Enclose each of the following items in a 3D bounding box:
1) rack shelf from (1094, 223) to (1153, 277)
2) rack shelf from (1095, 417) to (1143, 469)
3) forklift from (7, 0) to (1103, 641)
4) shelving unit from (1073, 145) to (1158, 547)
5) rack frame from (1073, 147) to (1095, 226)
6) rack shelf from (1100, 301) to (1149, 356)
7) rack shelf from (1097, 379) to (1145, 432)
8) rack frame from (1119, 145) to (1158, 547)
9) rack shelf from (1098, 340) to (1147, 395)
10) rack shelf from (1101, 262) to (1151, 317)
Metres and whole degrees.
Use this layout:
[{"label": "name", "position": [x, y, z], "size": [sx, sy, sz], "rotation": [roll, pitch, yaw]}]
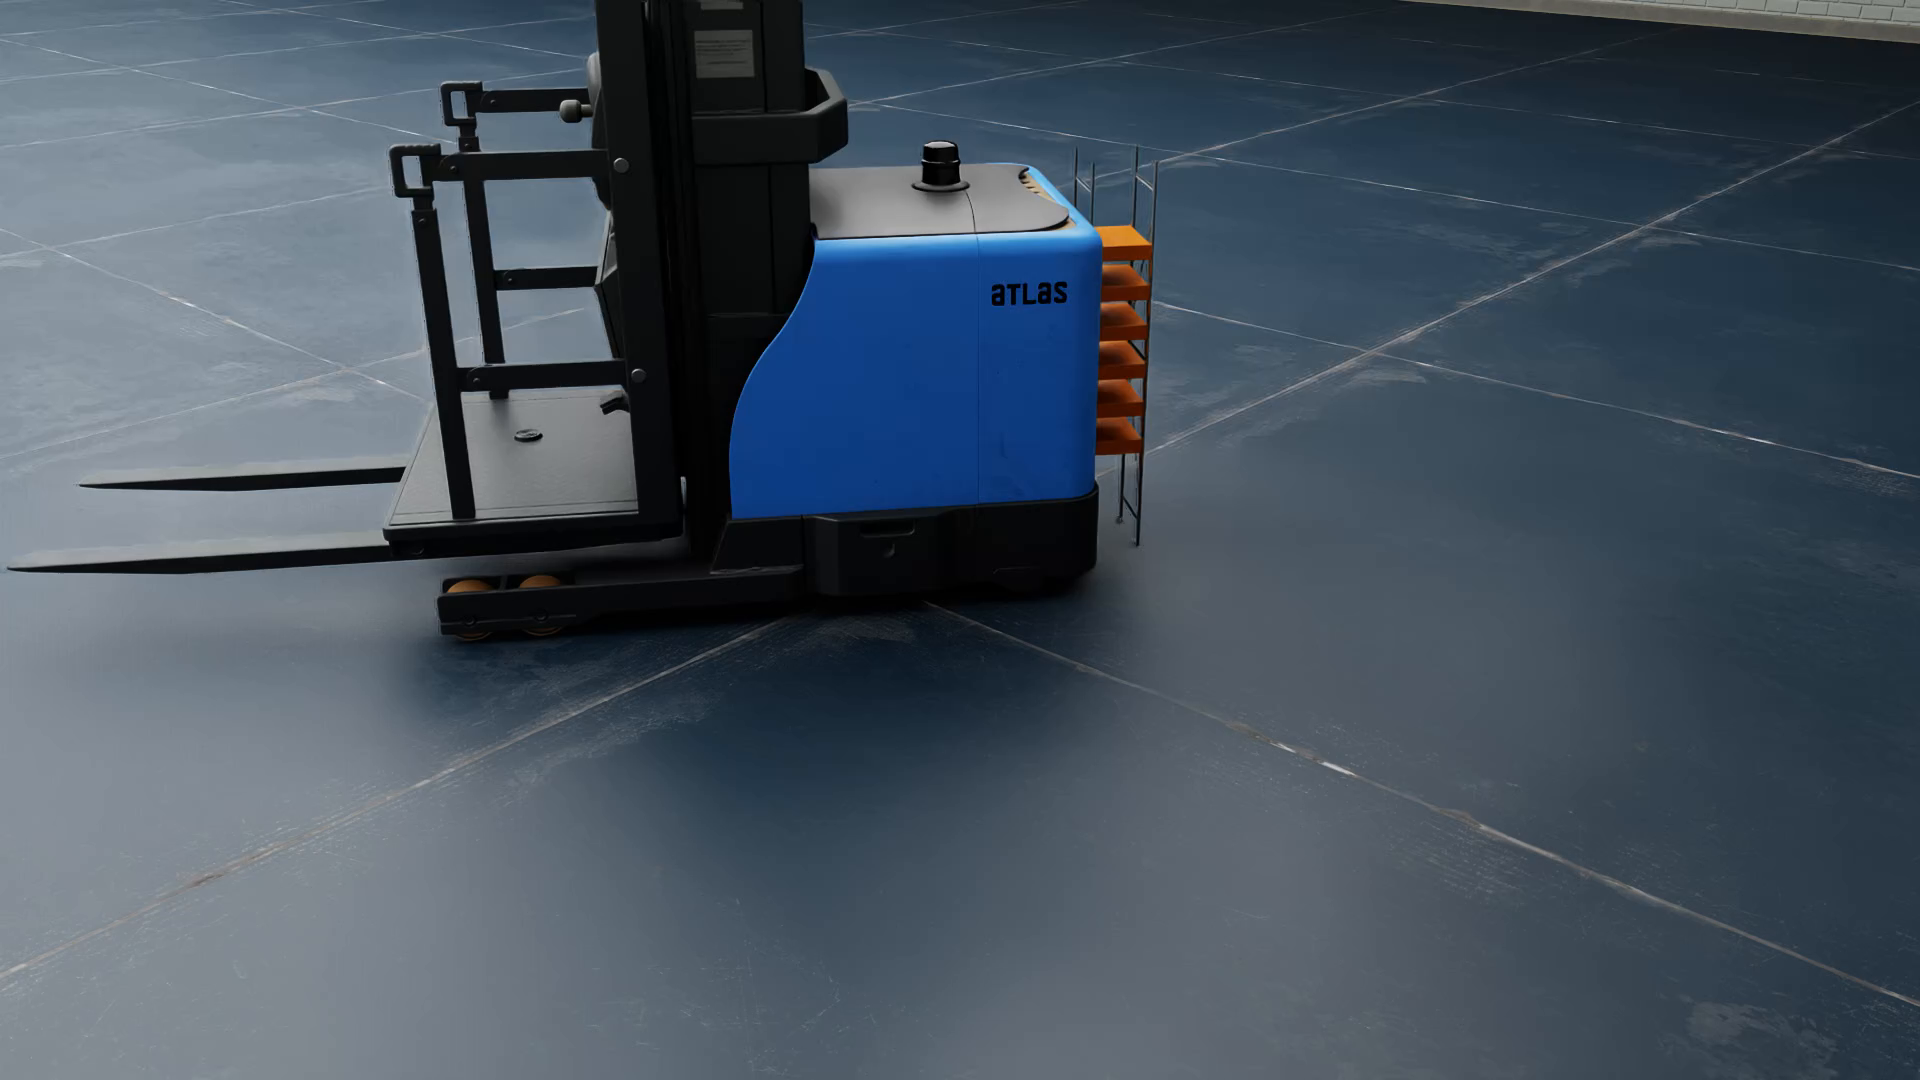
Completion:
[{"label": "rack shelf", "position": [0.449, -0.856, 4.922], "size": [0.180, 0.103, 0.258], "rotation": [-4, 24, -8]}, {"label": "rack shelf", "position": [0.449, -0.309, 5.167], "size": [0.180, 0.103, 0.258], "rotation": [-4, 24, -8]}, {"label": "forklift", "position": [-1.159, -1.289, 4.542], "size": [3.031, 2.935, 1.130], "rotation": [-4, 24, -8]}, {"label": "shelving unit", "position": [0.449, -0.568, 5.051], "size": [0.189, 1.200, 0.258], "rotation": [-4, 24, -8]}, {"label": "rack frame", "position": [0.359, -0.562, 5.038], "size": [0.006, 1.200, 0.240], "rotation": [-4, 24, -8]}, {"label": "rack shelf", "position": [0.449, -0.637, 5.020], "size": [0.180, 0.103, 0.258], "rotation": [-4, 24, -8]}, {"label": "rack shelf", "position": [0.449, -0.418, 5.118], "size": [0.180, 0.103, 0.258], "rotation": [-4, 24, -8]}, {"label": "rack frame", "position": [0.539, -0.574, 5.064], "size": [0.006, 1.200, 0.240], "rotation": [-4, 24, -8]}, {"label": "rack shelf", "position": [0.449, -0.528, 5.069], "size": [0.180, 0.103, 0.258], "rotation": [-4, 24, -8]}, {"label": "rack shelf", "position": [0.449, -0.747, 4.971], "size": [0.180, 0.103, 0.258], "rotation": [-4, 24, -8]}]
